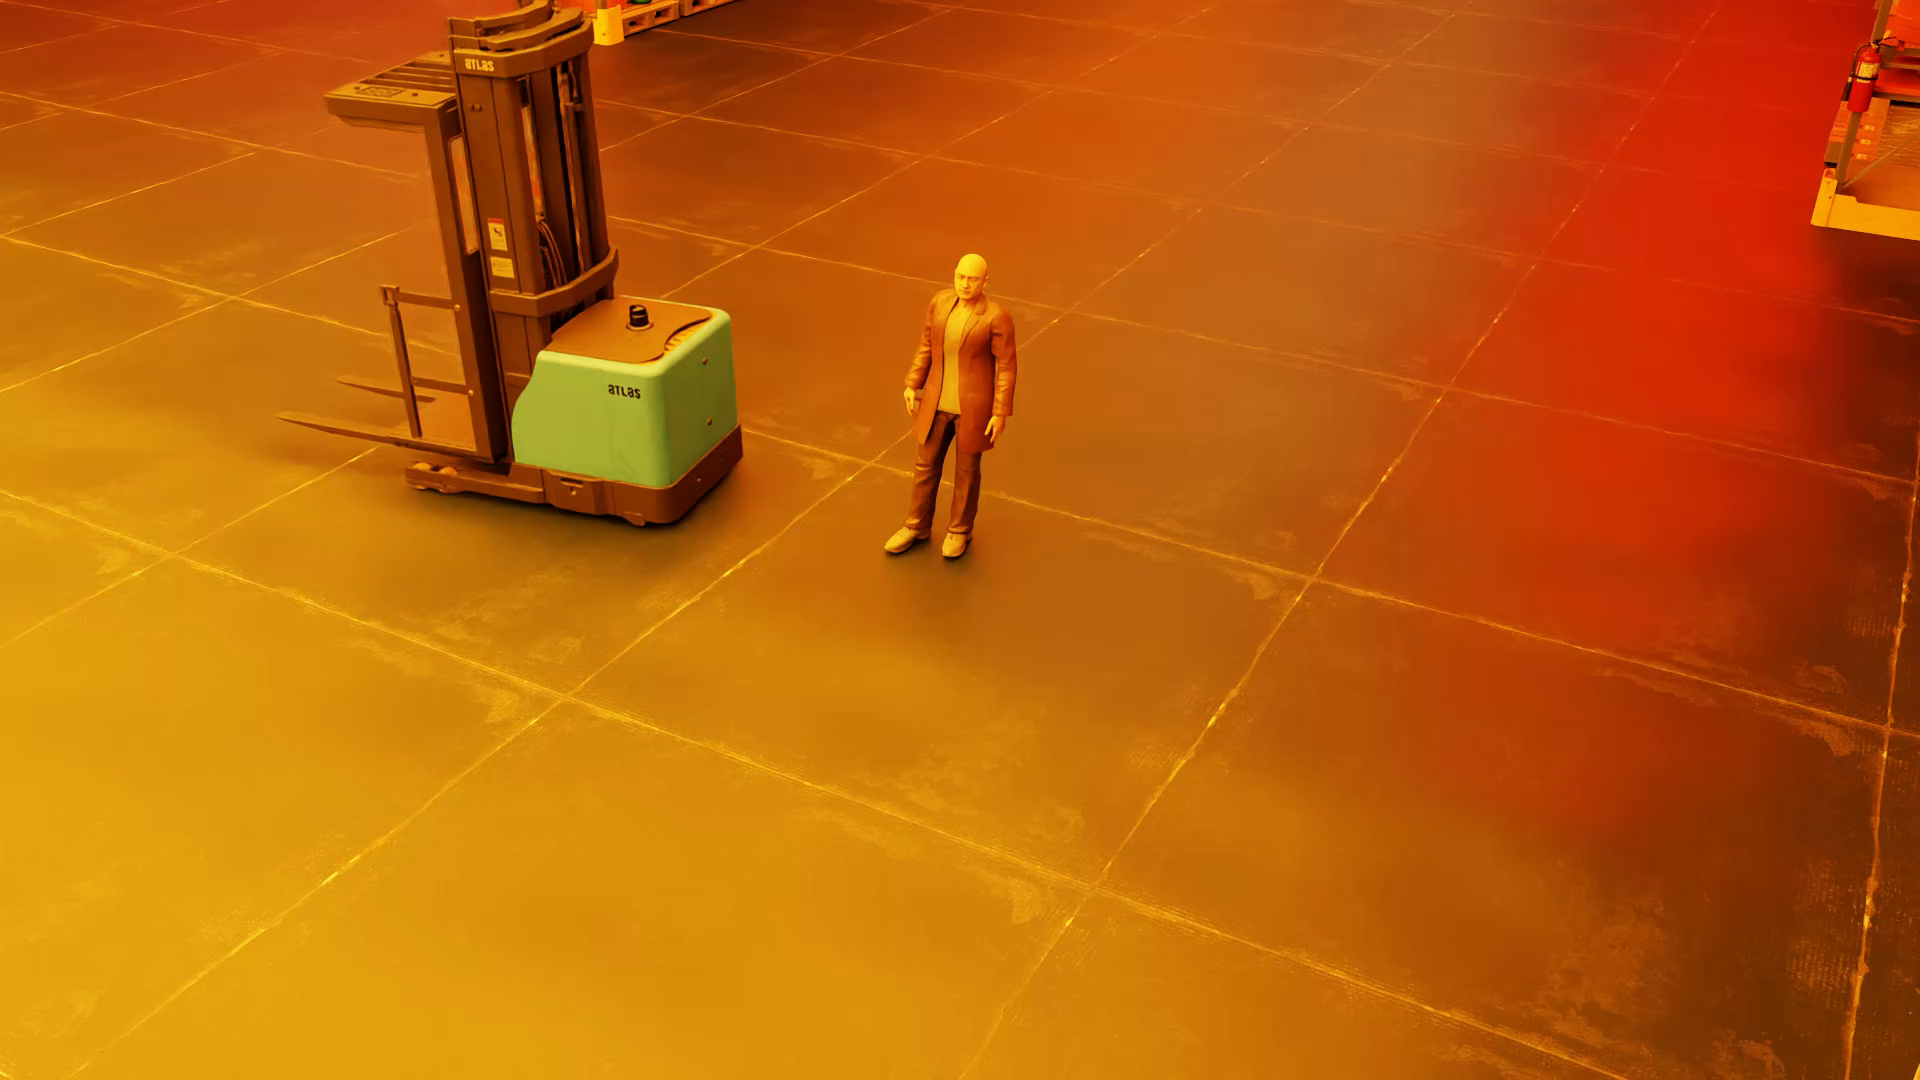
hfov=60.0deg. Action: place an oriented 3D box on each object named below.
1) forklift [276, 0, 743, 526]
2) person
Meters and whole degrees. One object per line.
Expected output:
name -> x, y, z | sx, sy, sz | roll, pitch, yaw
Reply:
forklift -> -2.982, -1.795, 10.181 | 3.031, 2.935, 1.130 | 10, 32, 17
person -> -0.048, -0.737, 9.487 | 0.698, 1.777, 0.579 | 15, 33, 25
